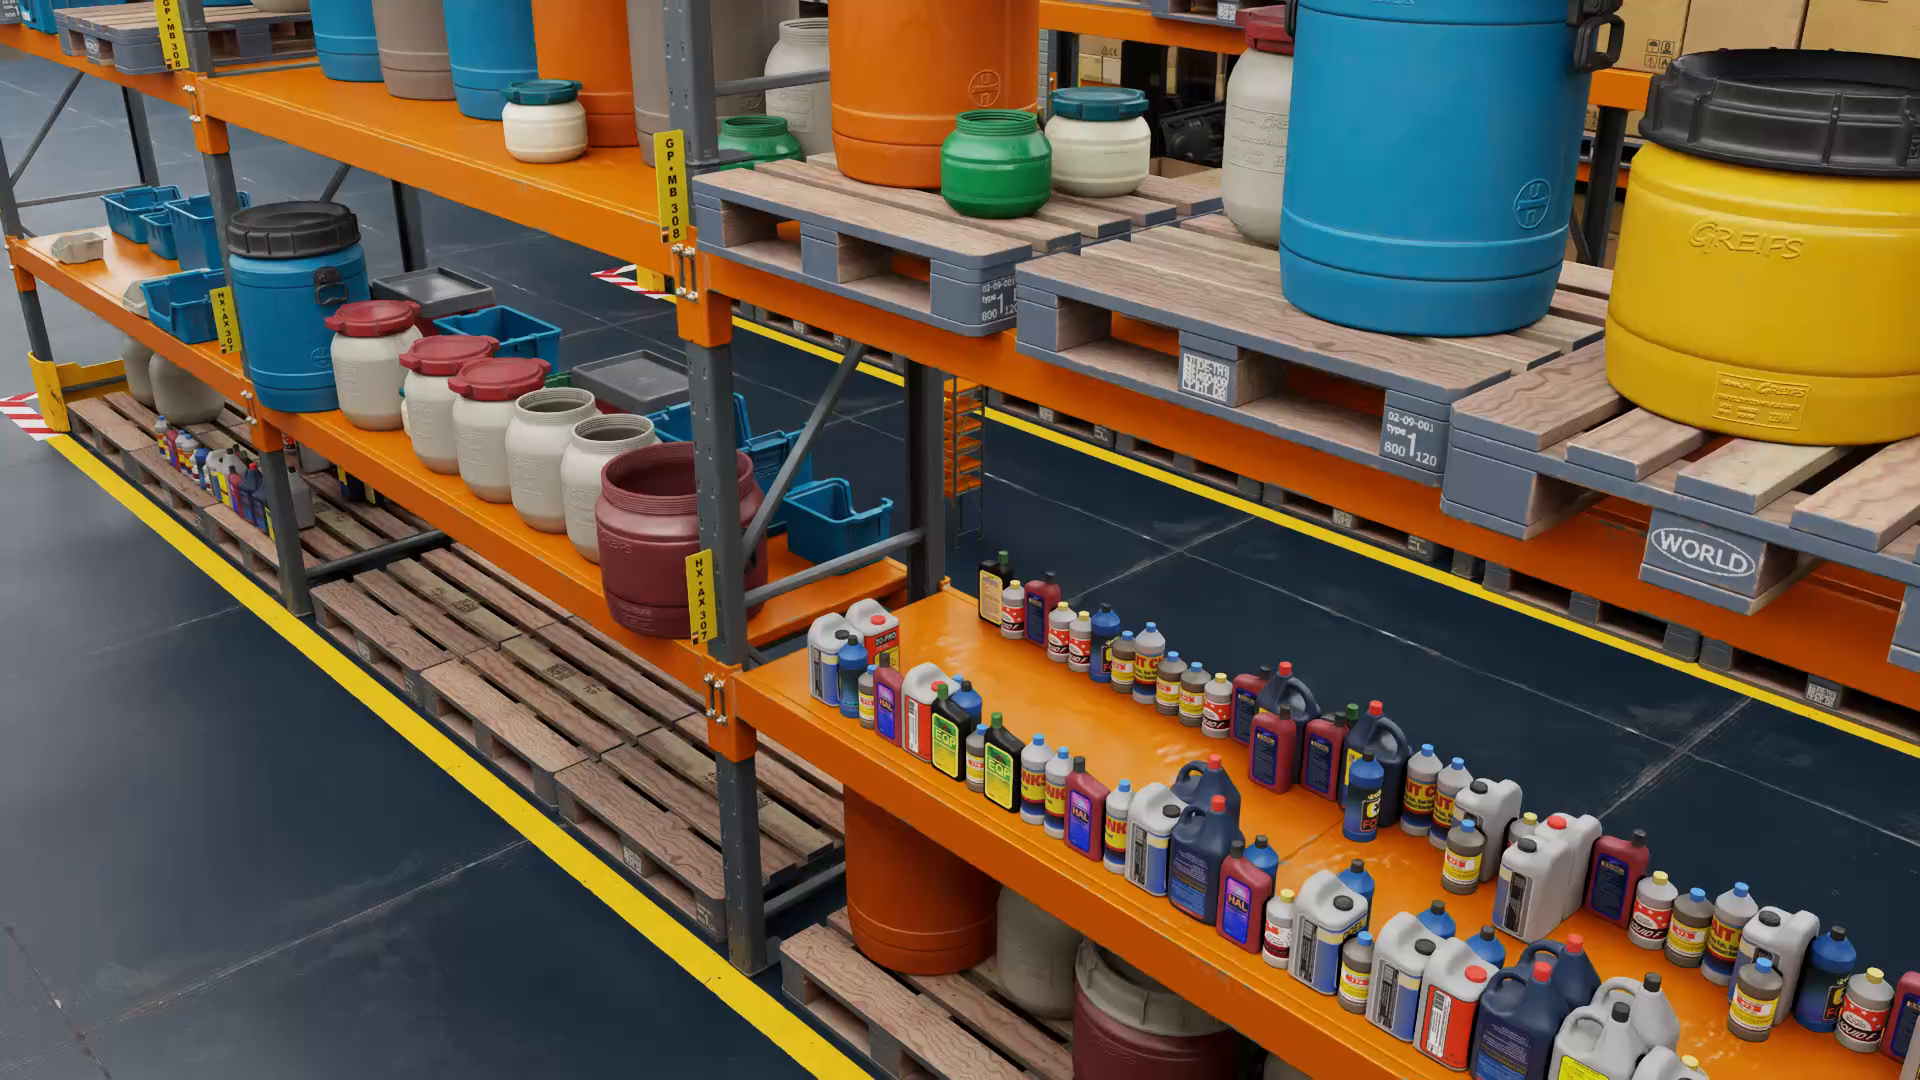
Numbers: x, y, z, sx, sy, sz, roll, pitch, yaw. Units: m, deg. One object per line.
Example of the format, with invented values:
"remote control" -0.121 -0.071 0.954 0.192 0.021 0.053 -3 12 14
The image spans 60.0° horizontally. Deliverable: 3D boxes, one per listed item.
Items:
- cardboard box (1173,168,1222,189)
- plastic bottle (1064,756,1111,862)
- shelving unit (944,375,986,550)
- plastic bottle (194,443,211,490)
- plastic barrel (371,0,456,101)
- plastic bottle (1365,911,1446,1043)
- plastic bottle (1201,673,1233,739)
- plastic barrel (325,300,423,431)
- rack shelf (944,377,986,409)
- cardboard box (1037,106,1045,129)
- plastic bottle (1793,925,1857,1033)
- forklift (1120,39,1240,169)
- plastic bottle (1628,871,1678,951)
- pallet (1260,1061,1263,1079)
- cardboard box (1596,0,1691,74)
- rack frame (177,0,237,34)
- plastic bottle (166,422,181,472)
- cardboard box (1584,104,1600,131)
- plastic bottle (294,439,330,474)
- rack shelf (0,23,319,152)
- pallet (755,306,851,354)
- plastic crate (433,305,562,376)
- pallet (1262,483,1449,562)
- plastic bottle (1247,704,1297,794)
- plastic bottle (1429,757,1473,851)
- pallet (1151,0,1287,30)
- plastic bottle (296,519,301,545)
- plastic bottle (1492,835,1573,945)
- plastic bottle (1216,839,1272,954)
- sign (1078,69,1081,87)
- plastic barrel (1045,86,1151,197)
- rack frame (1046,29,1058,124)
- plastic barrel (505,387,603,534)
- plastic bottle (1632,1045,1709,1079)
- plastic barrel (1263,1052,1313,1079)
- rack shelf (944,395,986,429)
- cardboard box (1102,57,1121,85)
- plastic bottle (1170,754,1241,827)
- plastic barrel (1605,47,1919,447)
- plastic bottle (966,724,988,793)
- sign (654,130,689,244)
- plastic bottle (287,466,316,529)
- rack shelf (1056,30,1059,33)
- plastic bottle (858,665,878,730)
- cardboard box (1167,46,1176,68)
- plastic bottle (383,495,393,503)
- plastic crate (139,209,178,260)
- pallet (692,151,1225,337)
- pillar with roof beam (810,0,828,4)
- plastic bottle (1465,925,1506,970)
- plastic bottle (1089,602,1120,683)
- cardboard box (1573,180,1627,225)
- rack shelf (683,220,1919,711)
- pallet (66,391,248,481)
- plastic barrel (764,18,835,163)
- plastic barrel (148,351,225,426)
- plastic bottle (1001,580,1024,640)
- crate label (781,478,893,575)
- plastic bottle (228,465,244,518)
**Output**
"cardboard box" 1.639 -2.005 10.411 0.500 0.500 0.500 -21 32 -38
"plastic bottle" 0.356 0.746 4.640 0.061 0.283 0.133 -21 32 -38
"shelving unit" -0.010 -0.550 9.511 0.258 1.200 0.189 -21 32 -38
"plastic bottle" -4.476 -0.442 9.862 0.097 0.271 0.097 0 25 0
"plastic barrel" -2.241 -2.407 7.193 0.600 0.901 0.600 0 25 0
"plastic bottle" 1.082 1.044 3.997 0.152 0.276 0.135 -21 32 -38
"plastic bottle" 0.816 0.516 5.244 0.097 0.201 0.097 0 25 0
"plastic barrel" -2.701 -0.814 7.757 0.433 0.535 0.433 0 25 0
"rack shelf" -0.010 -0.837 9.380 0.258 0.103 0.180 -21 32 -38
"cardboard box" 0.381 -2.985 11.778 0.380 0.149 0.250 -21 32 -39
"plastic bottle" 2.084 1.046 3.998 0.097 0.271 0.097 0 25 0
"forklift" 2.090 -3.300 13.451 3.031 2.935 1.130 22 32 39
"plastic bottle" 1.793 0.949 4.296 0.097 0.201 0.097 0 25 0
"pallet" 0.938 1.973 5.172 1.003 0.211 1.213 -21 32 -38
"cardboard box" 3.481 -2.584 8.066 0.910 0.500 0.500 -21 32 -38
"rack frame" -3.195 -3.834 7.312 1.000 3.000 0.127 -21 32 -38
"plastic bottle" -4.775 -0.569 10.126 0.061 0.283 0.133 -21 32 -38
"cardboard box" 5.210 -3.635 13.453 0.700 0.500 0.500 -16 29 -32
"plastic bottle" -3.954 -0.564 10.124 0.152 0.276 0.135 -21 32 -38
"rack shelf" -4.561 -2.748 9.412 1.077 0.370 4.000 -21 32 -38
"pallet" -0.927 -1.862 13.578 1.003 0.211 1.213 -21 32 -38
"plastic crate" -2.213 -0.851 8.021 0.392 0.384 0.575 -21 32 -38
"pallet" 2.624 -0.288 10.128 1.003 0.211 1.213 -21 32 -38
"plastic bottle" 0.930 0.605 4.950 0.061 0.283 0.133 -21 32 -38
"plastic bottle" 1.385 0.736 4.678 0.097 0.271 0.097 0 25 0
"pallet" 1.862 -3.094 9.531 1.003 0.211 1.213 -19 31 -36
"plastic bottle" -3.670 -0.053 9.093 0.097 0.201 0.097 0 25 0
"plastic bottle" 1.491 0.890 4.334 0.152 0.276 0.135 -21 32 -38
"plastic bottle" 0.732 0.913 4.275 0.061 0.283 0.133 -21 32 -38
"sign" 0.813 -3.156 11.755 0.100 0.325 0.005 -21 32 -38
"plastic barrel" 0.379 -1.102 4.598 0.301 0.262 0.301 0 25 0
"rack frame" 1.303 -5.127 17.374 1.000 3.000 0.127 -21 32 -38
"plastic barrel" -1.607 -0.322 6.707 0.421 0.512 0.421 0 25 0
"plastic bottle" 1.518 1.237 3.573 0.152 0.276 0.135 -21 32 -38
"plastic barrel" 1.109 1.680 4.946 0.421 0.512 0.421 0 25 0
"rack shelf" -0.010 -0.728 9.429 0.258 0.103 0.180 -21 32 -38
"cardboard box" 1.770 -4.676 16.543 0.500 0.250 0.500 -22 33 -40
"plastic bottle" 0.672 0.738 4.577 0.144 0.351 0.185 -21 32 -38
"plastic barrel" 1.501 -0.541 2.975 0.600 0.588 0.600 0 25 0
"plastic bottle" 0.066 0.644 4.963 0.097 0.201 0.097 0 25 0
"sign" -0.857 -1.051 4.953 0.100 0.325 0.005 -21 32 -38
"plastic bottle" -3.740 -0.254 9.353 0.144 0.351 0.185 -21 32 -38
"rack shelf" -0.943 -4.152 12.489 1.077 0.370 4.000 -21 32 -38
"plastic bottle" -0.275 0.493 5.295 0.097 0.201 0.097 0 25 0
"cardboard box" 2.089 -4.868 16.060 0.500 0.500 0.500 23 33 40
"plastic bottle" -3.333 -0.376 9.713 0.152 0.276 0.135 -20 31 -37
"plastic crate" -4.928 -1.983 10.663 0.499 0.251 0.408 -21 32 -38
"pallet" -0.009 -0.912 4.748 1.003 0.211 1.213 -21 32 -38
"pillar with roof beam" -4.830 -8.486 17.509 9.100 9.000 0.400 -21 32 -38
"plastic bottle" 1.252 1.046 3.999 0.097 0.271 0.097 0 25 0
"plastic bottle" 0.484 0.337 5.553 0.097 0.271 0.097 0 25 0
"cardboard box" 5.214 -2.812 13.877 0.500 0.250 0.500 -22 33 -40
"rack shelf" 0.906 -0.324 4.099 1.077 0.370 4.000 -21 32 -38
"pallet" -5.291 -0.790 11.228 1.003 0.211 1.213 -21 32 -38
"plastic barrel" -0.449 -1.489 5.651 0.421 0.512 0.421 0 25 0
"plastic barrel" -5.080 -1.046 10.920 0.421 0.512 0.421 0 25 0
"plastic bottle" 0.193 0.240 5.850 0.097 0.201 0.097 0 25 0
"crate label" -0.475 -0.050 6.448 0.303 0.233 0.416 -21 32 -38
"plastic bottle" -4.118 -0.278 9.488 0.061 0.283 0.133 -19 30 -35
